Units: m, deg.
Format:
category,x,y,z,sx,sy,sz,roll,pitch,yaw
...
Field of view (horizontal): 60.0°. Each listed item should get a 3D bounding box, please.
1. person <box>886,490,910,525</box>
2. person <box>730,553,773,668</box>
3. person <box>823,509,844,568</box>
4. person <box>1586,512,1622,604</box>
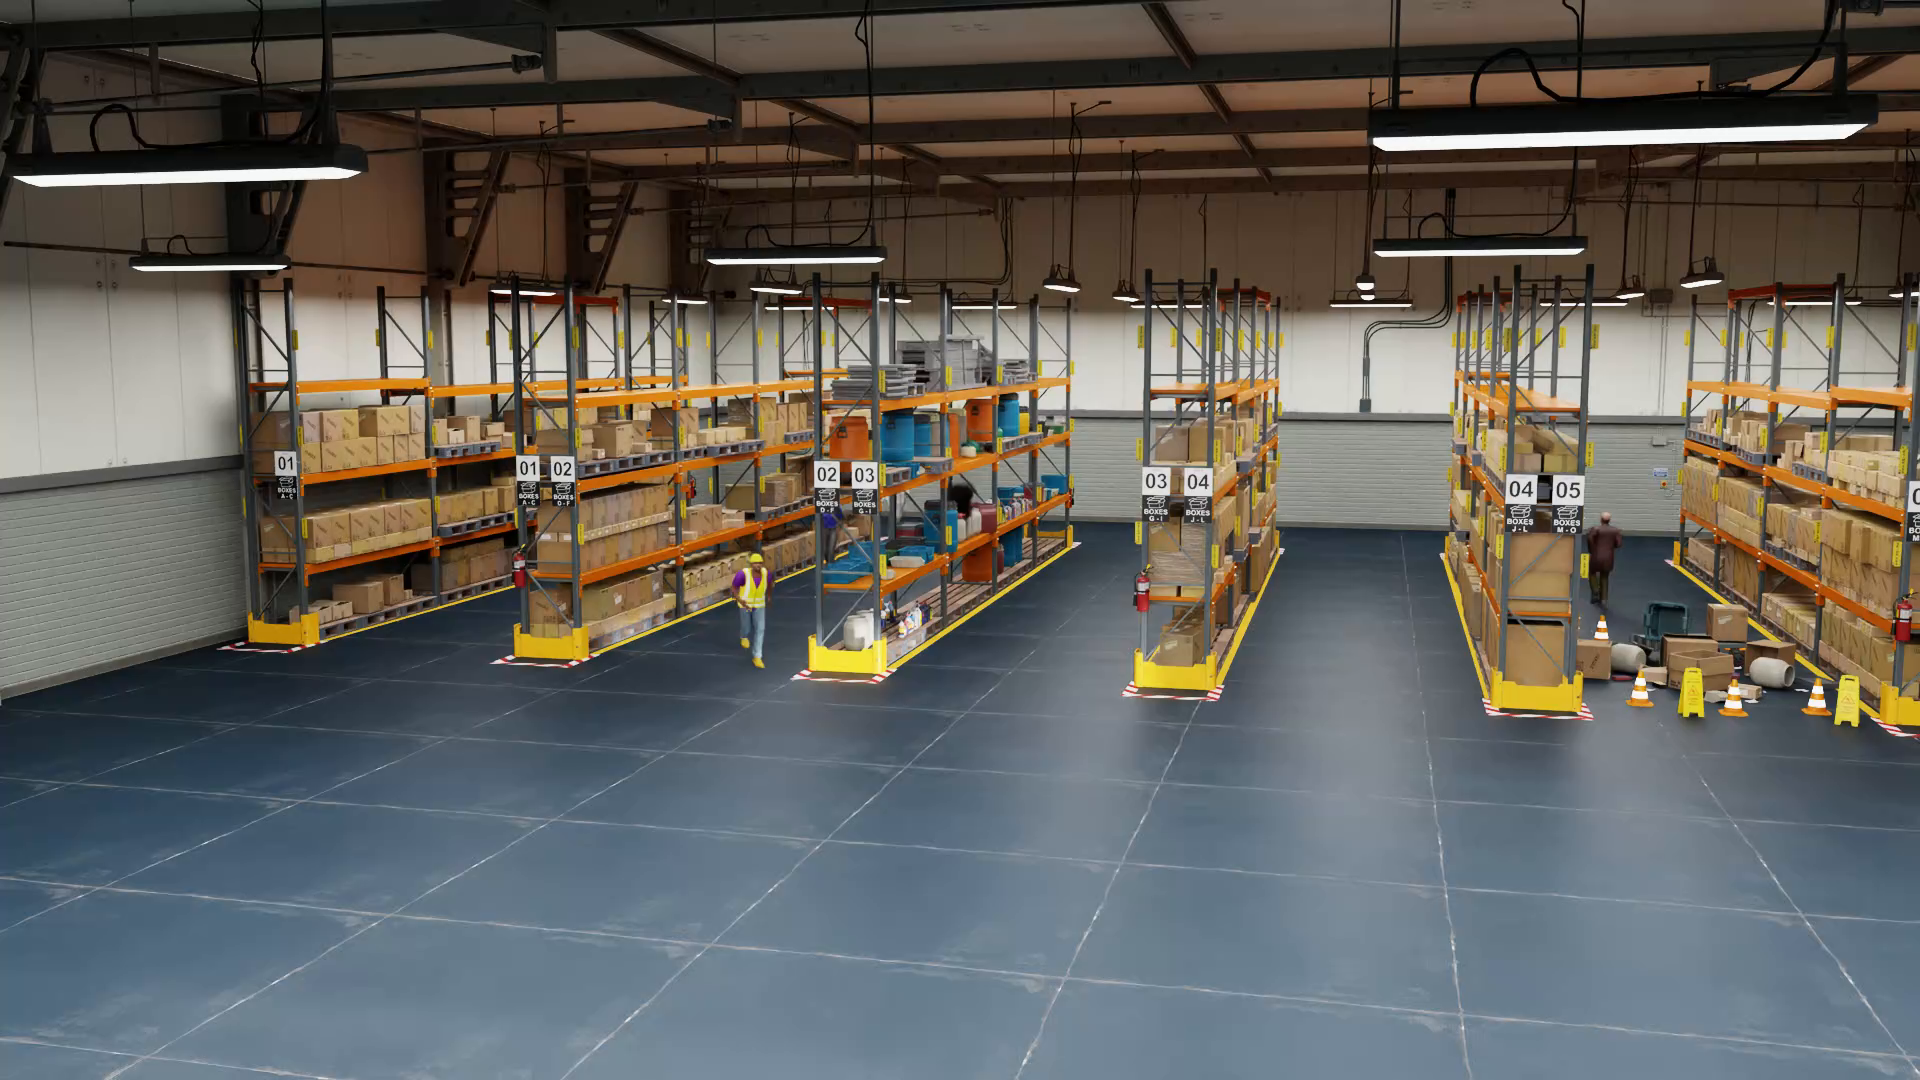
category,x,y,z,sx,sy,sz,roll,pitch,yaw
person,-1.568,-0.895,42.303,0.620,1.722,0.761,-4,8,-29
person,-3.241,1.057,25.900,0.700,1.754,1.066,-3,7,-20
person,-2.644,-0.091,33.881,0.562,1.528,0.537,0,7,3
person,12.190,0.347,31.607,0.681,1.765,0.721,1,7,8
